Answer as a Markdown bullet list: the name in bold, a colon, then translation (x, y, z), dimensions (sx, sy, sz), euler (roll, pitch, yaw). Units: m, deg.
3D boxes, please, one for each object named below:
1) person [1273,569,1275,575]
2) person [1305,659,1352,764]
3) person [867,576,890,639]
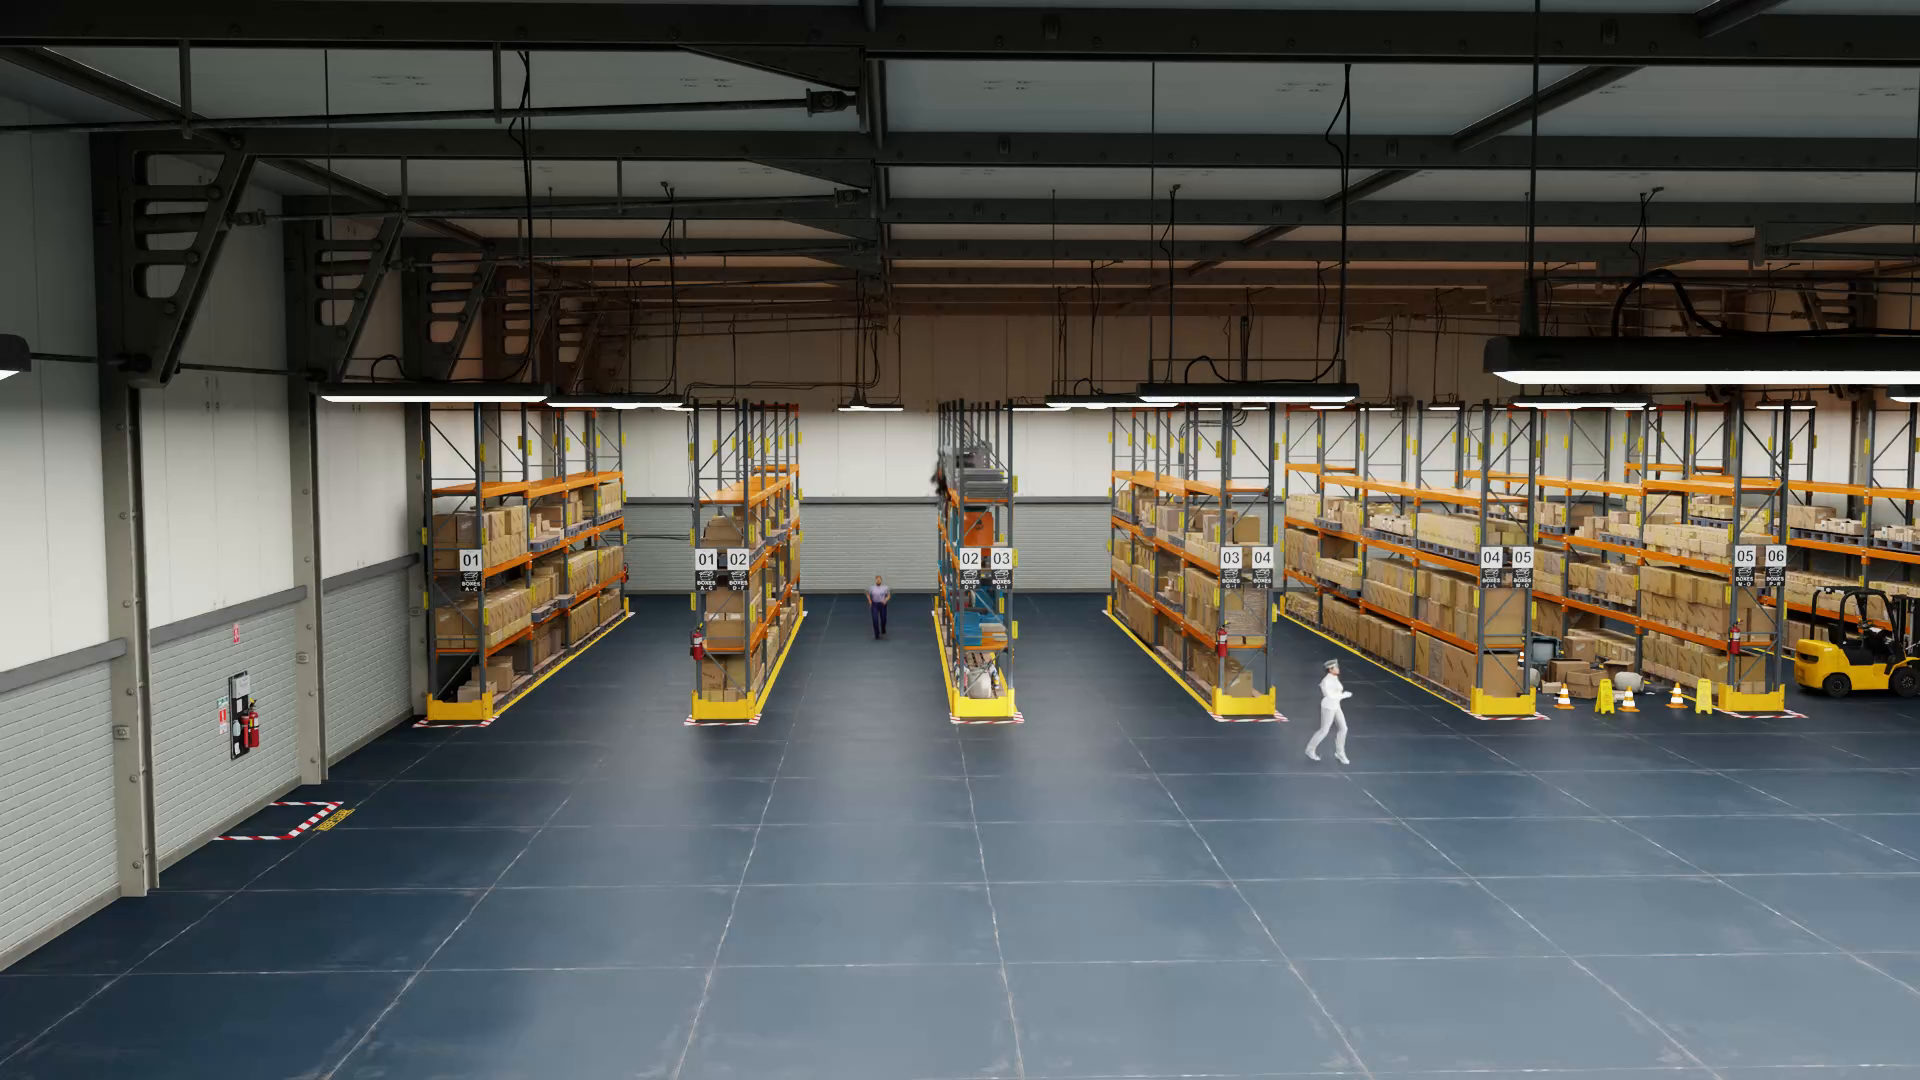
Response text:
- **person**: translation (8.799, 1.208, 48.462), dimensions (0.954, 1.635, 0.638), euler (-2, 5, -29)
- **person**: translation (6.056, 2.808, 27.229), dimensions (0.746, 1.758, 0.627), euler (2, 5, 29)
- **person**: translation (-2.082, 1.705, 42.432), dimensions (0.608, 1.595, 0.599), euler (0, 4, -1)
